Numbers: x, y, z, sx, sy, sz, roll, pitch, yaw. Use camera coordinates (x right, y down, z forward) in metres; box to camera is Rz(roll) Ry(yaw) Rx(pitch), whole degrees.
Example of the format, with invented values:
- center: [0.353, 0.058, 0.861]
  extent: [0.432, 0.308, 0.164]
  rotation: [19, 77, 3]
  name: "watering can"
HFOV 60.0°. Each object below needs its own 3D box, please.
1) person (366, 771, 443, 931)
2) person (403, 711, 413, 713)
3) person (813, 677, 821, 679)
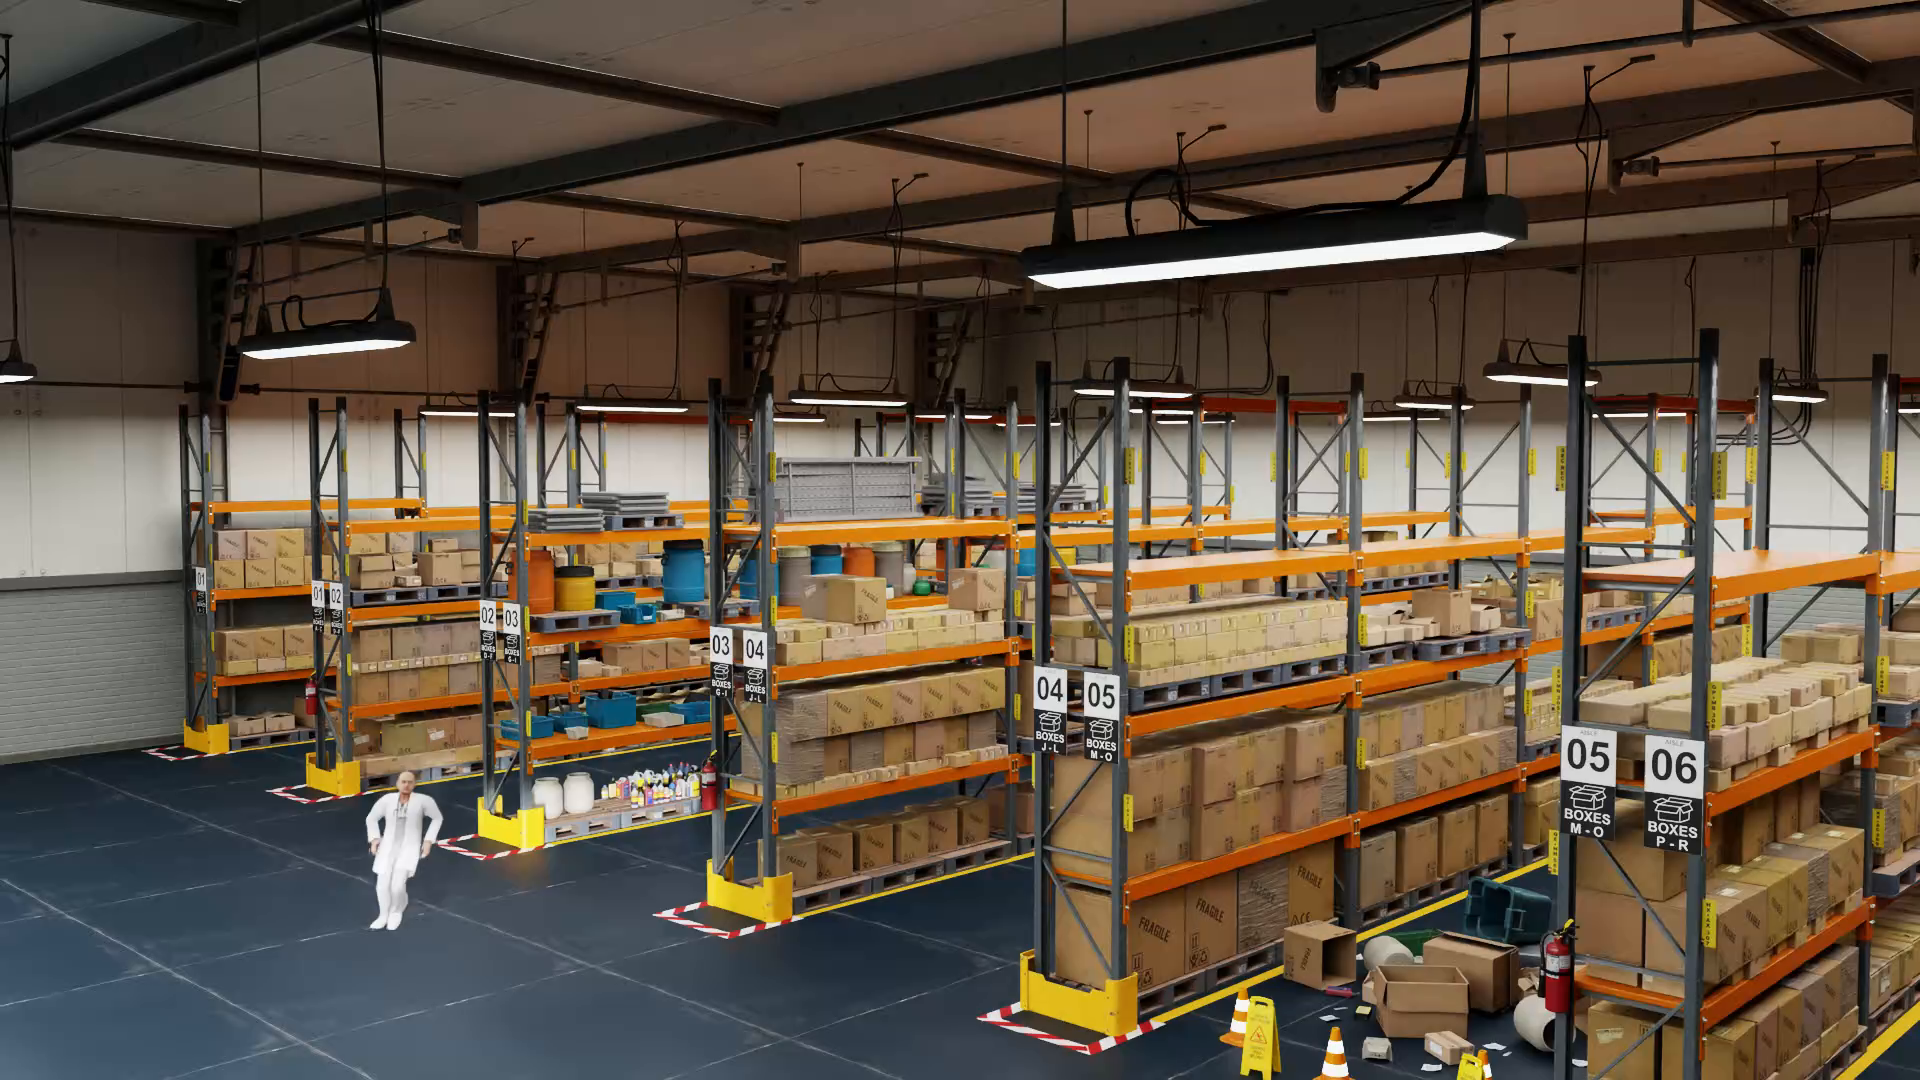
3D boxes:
- center: [-6.020, 3.353, 17.930]
  extent: [0.773, 1.717, 0.614]
  rotation: [0, 3, -2]
  name: "person"
- center: [-9.513, 2.771, 28.880]
  extent: [0.681, 1.770, 1.126]
  rotation: [1, 3, 25]
  name: "person"
- center: [-2.223, 2.893, 28.230]
  extent: [1.063, 1.626, 0.697]
  rotation: [-3, 4, -40]
  name: "person"
